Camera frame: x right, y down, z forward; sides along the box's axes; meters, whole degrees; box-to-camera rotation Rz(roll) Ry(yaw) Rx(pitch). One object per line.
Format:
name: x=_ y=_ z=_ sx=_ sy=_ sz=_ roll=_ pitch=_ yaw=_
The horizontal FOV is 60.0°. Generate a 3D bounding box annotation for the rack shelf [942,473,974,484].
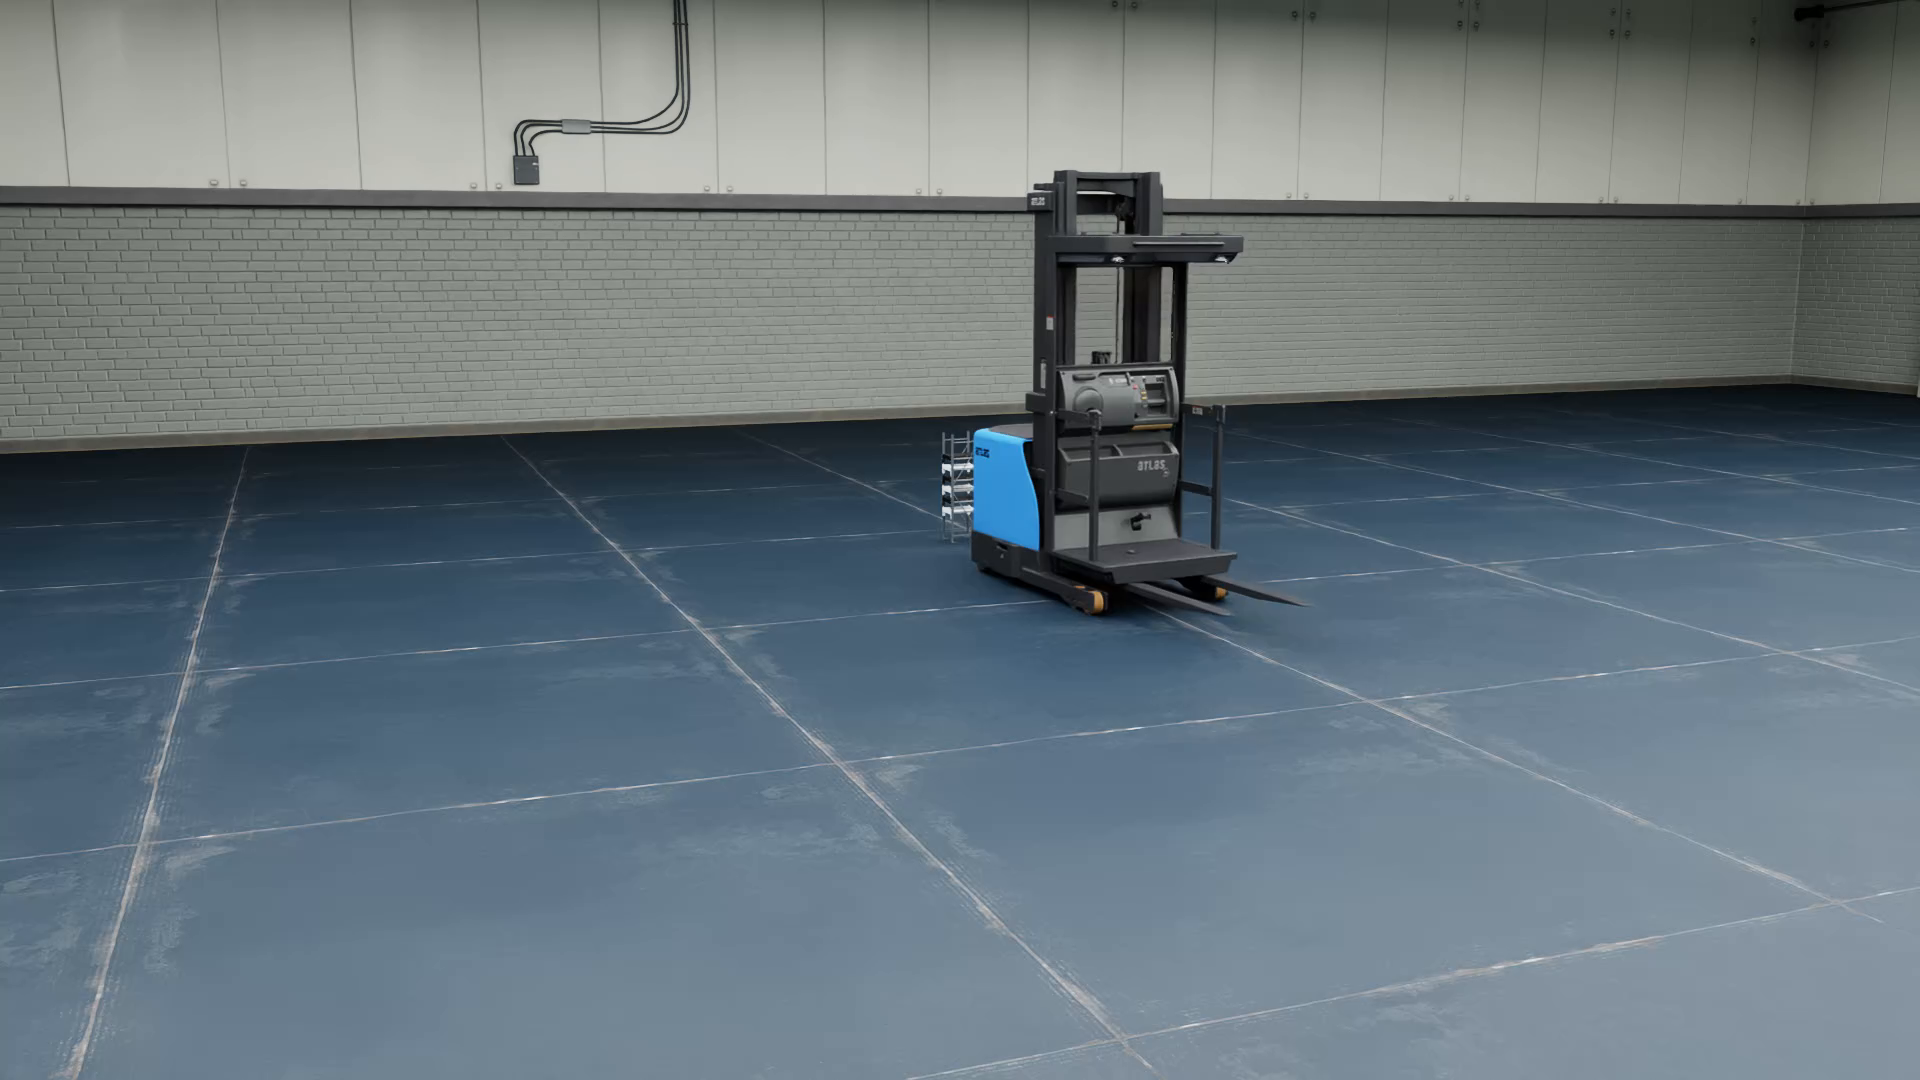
rack shelf: x=0.003 y=-0.498 z=13.824 sx=0.258 sy=0.077 sz=0.200 roll=-4 pitch=11 yaw=-21

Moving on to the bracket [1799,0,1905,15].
bracket: x=14.615 y=-8.840 z=27.643 sx=0.076 sy=0.066 sz=3.189 roll=-4 pitch=11 yaw=-21

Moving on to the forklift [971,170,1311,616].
forklift: x=1.207 y=-1.030 z=11.344 sx=1.130 sy=2.935 sz=3.031 roll=-5 pitch=11 yaw=-27

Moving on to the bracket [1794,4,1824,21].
bracket: x=14.401 y=-8.936 z=28.185 sx=0.235 sy=0.232 sz=0.430 roll=-4 pitch=11 yaw=-21

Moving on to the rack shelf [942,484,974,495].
rack shelf: x=0.003 y=-0.409 z=13.840 sx=0.258 sy=0.077 sz=0.200 roll=-4 pitch=11 yaw=-21

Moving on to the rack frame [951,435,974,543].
rack frame: x=0.040 y=-0.425 z=13.741 sx=0.240 sy=0.900 sz=0.006 roll=-4 pitch=11 yaw=-21

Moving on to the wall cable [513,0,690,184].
wall cable: x=-4.599 y=-7.572 z=21.082 sx=2.305 sy=6.003 sz=0.169 roll=-4 pitch=11 yaw=-21

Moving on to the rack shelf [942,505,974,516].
rack shelf: x=0.003 y=-0.232 z=13.871 sx=0.258 sy=0.077 sz=0.200 roll=-4 pitch=11 yaw=-21

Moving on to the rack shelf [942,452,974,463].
rack shelf: x=0.003 y=-0.675 z=13.792 sx=0.258 sy=0.077 sz=0.200 roll=-4 pitch=11 yaw=-21

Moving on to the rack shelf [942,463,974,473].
rack shelf: x=0.003 y=-0.586 z=13.808 sx=0.258 sy=0.077 sz=0.200 roll=-4 pitch=11 yaw=-21

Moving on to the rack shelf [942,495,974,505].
rack shelf: x=0.003 y=-0.320 z=13.855 sx=0.258 sy=0.077 sz=0.200 roll=-4 pitch=11 yaw=-21

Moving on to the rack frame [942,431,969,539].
rack frame: x=-0.034 y=-0.458 z=13.927 sx=0.240 sy=0.900 sz=0.006 roll=-4 pitch=11 yaw=-21

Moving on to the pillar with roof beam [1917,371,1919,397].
pillar with roof beam: x=11.728 y=-6.459 z=24.535 sx=9.100 sy=9.000 sz=0.400 roll=-4 pitch=11 yaw=-21

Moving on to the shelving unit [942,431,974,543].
shelving unit: x=0.003 y=-0.442 z=13.834 sx=0.258 sy=0.900 sz=0.210 roll=-4 pitch=11 yaw=-21
